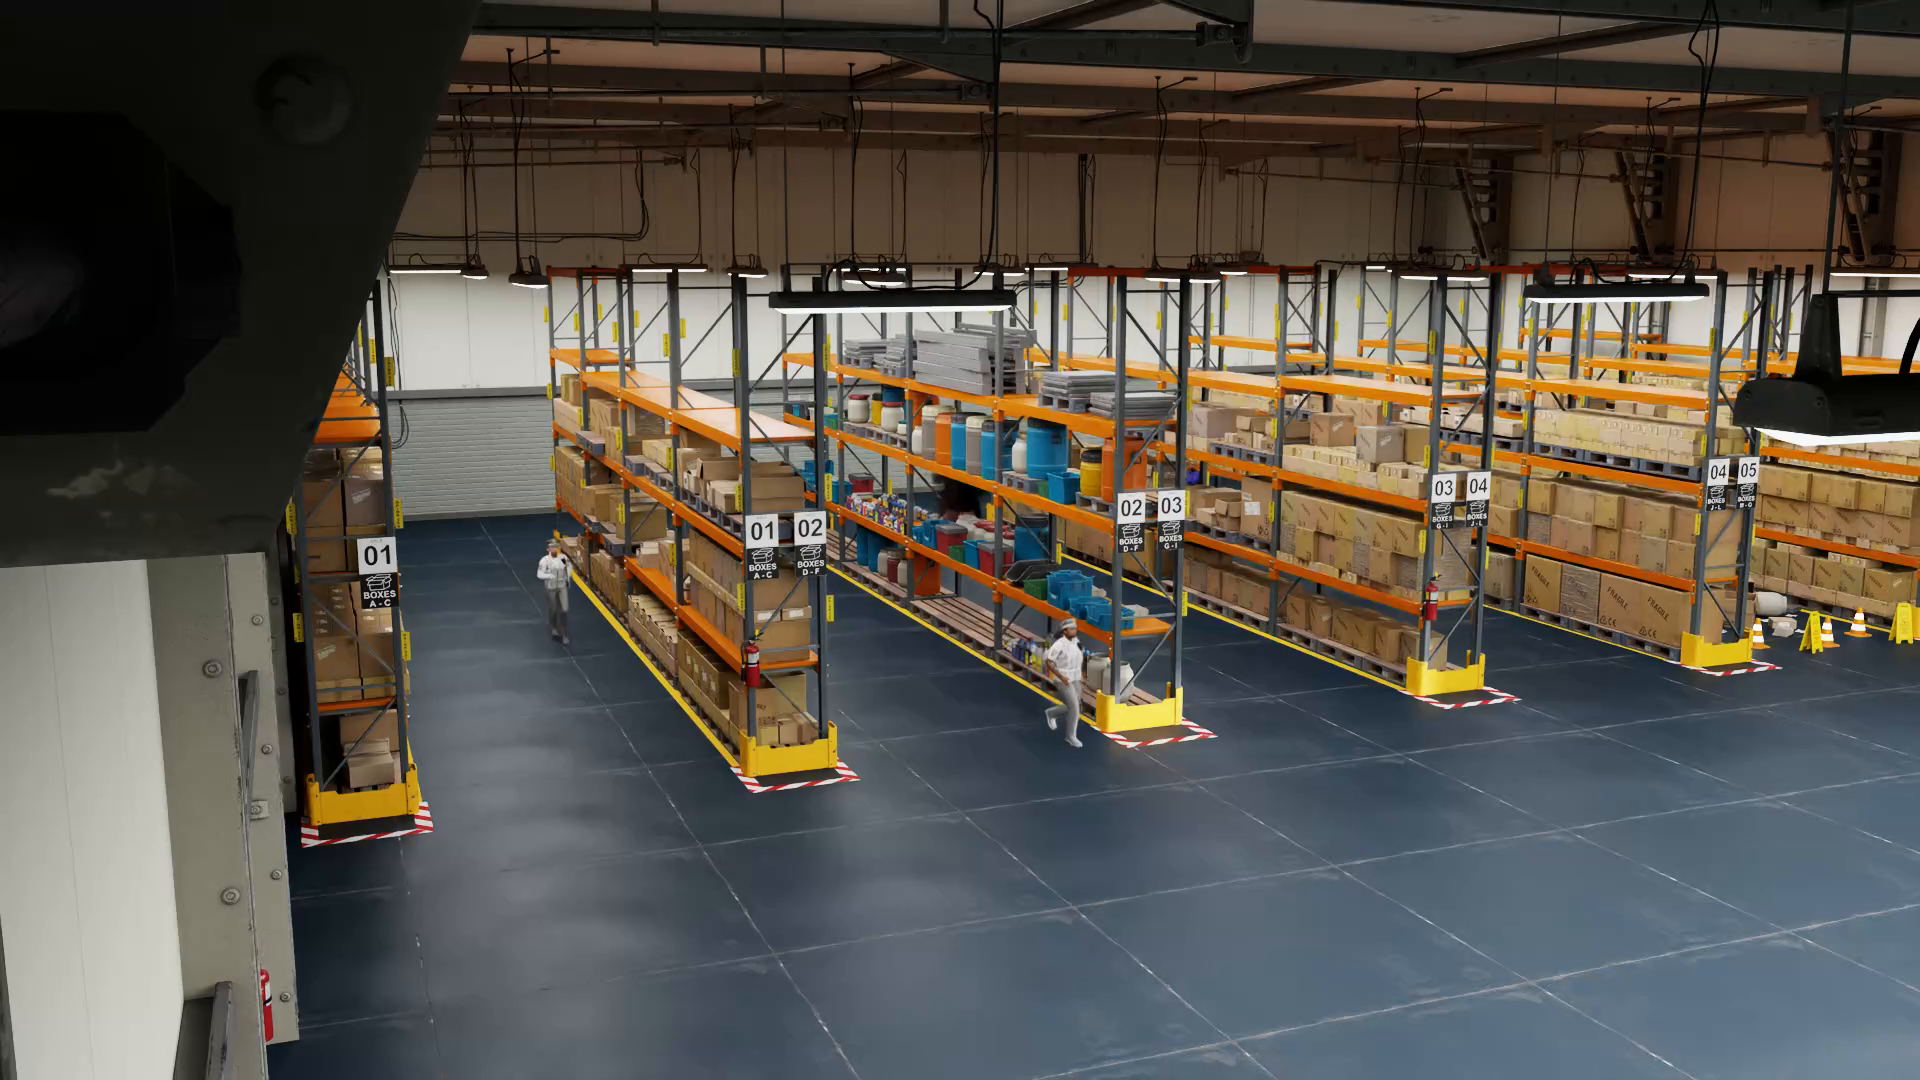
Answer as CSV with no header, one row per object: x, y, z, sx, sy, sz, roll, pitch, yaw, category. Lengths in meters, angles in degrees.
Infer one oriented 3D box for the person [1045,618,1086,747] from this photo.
1.351,1.808,21.556,0.668,1.675,0.594,9,13,42,person

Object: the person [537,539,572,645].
-6.606,0.831,27.071,0.530,1.747,0.753,-4,11,-20,person

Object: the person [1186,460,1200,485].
5.219,-0.941,37.441,0.545,1.706,0.741,-3,10,-15,person
